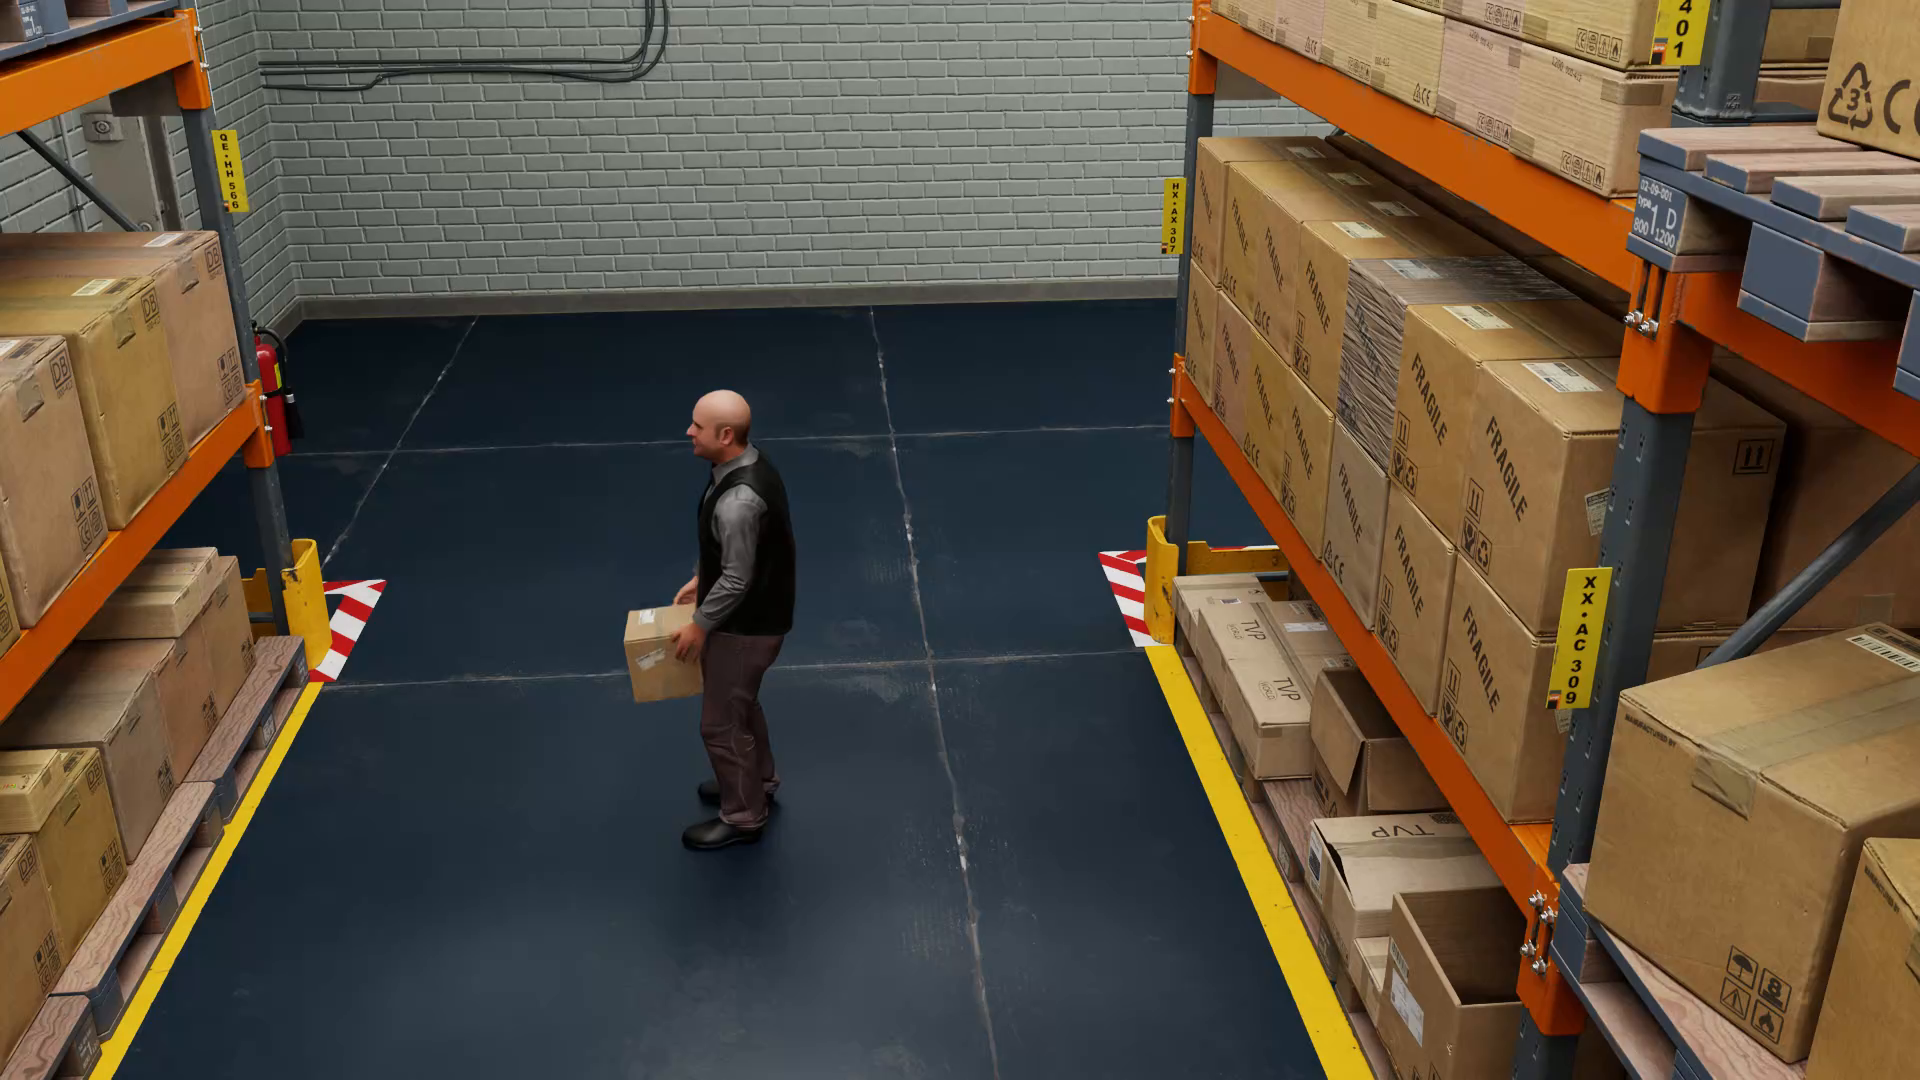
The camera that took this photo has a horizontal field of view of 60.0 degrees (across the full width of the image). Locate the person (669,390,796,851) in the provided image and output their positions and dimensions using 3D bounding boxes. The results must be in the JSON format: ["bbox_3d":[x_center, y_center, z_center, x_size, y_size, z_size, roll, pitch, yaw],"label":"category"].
[{"bbox_3d":[-0.813,0.287,5.965,0.469,1.727,0.548,-3,24,-6],"label":"person"}]
